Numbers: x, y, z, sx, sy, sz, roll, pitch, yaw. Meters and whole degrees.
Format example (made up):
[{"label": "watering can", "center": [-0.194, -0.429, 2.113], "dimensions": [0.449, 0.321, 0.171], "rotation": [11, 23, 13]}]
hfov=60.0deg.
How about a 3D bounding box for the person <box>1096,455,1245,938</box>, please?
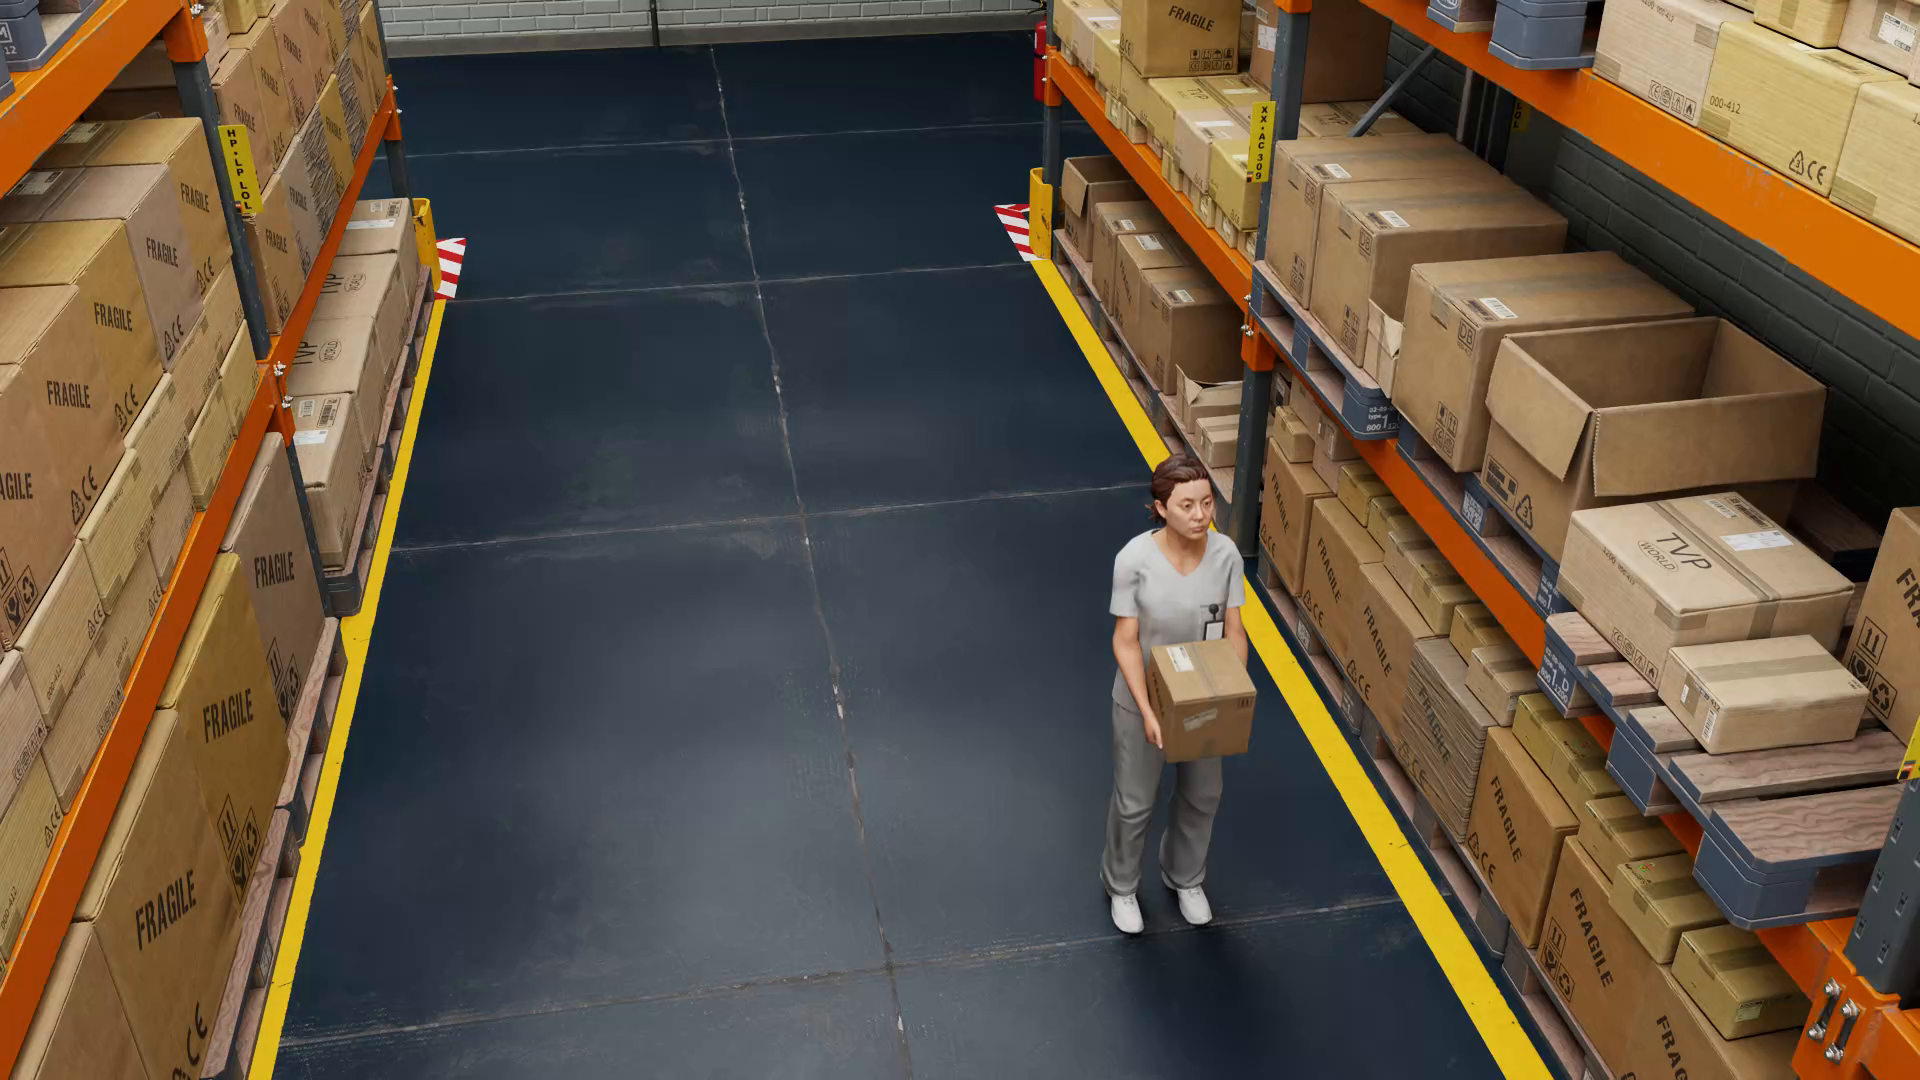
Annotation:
[{"label": "person", "center": [0.662, 0.547, 5.218], "dimensions": [0.444, 1.671, 0.547], "rotation": [-4, 31, -7]}]
